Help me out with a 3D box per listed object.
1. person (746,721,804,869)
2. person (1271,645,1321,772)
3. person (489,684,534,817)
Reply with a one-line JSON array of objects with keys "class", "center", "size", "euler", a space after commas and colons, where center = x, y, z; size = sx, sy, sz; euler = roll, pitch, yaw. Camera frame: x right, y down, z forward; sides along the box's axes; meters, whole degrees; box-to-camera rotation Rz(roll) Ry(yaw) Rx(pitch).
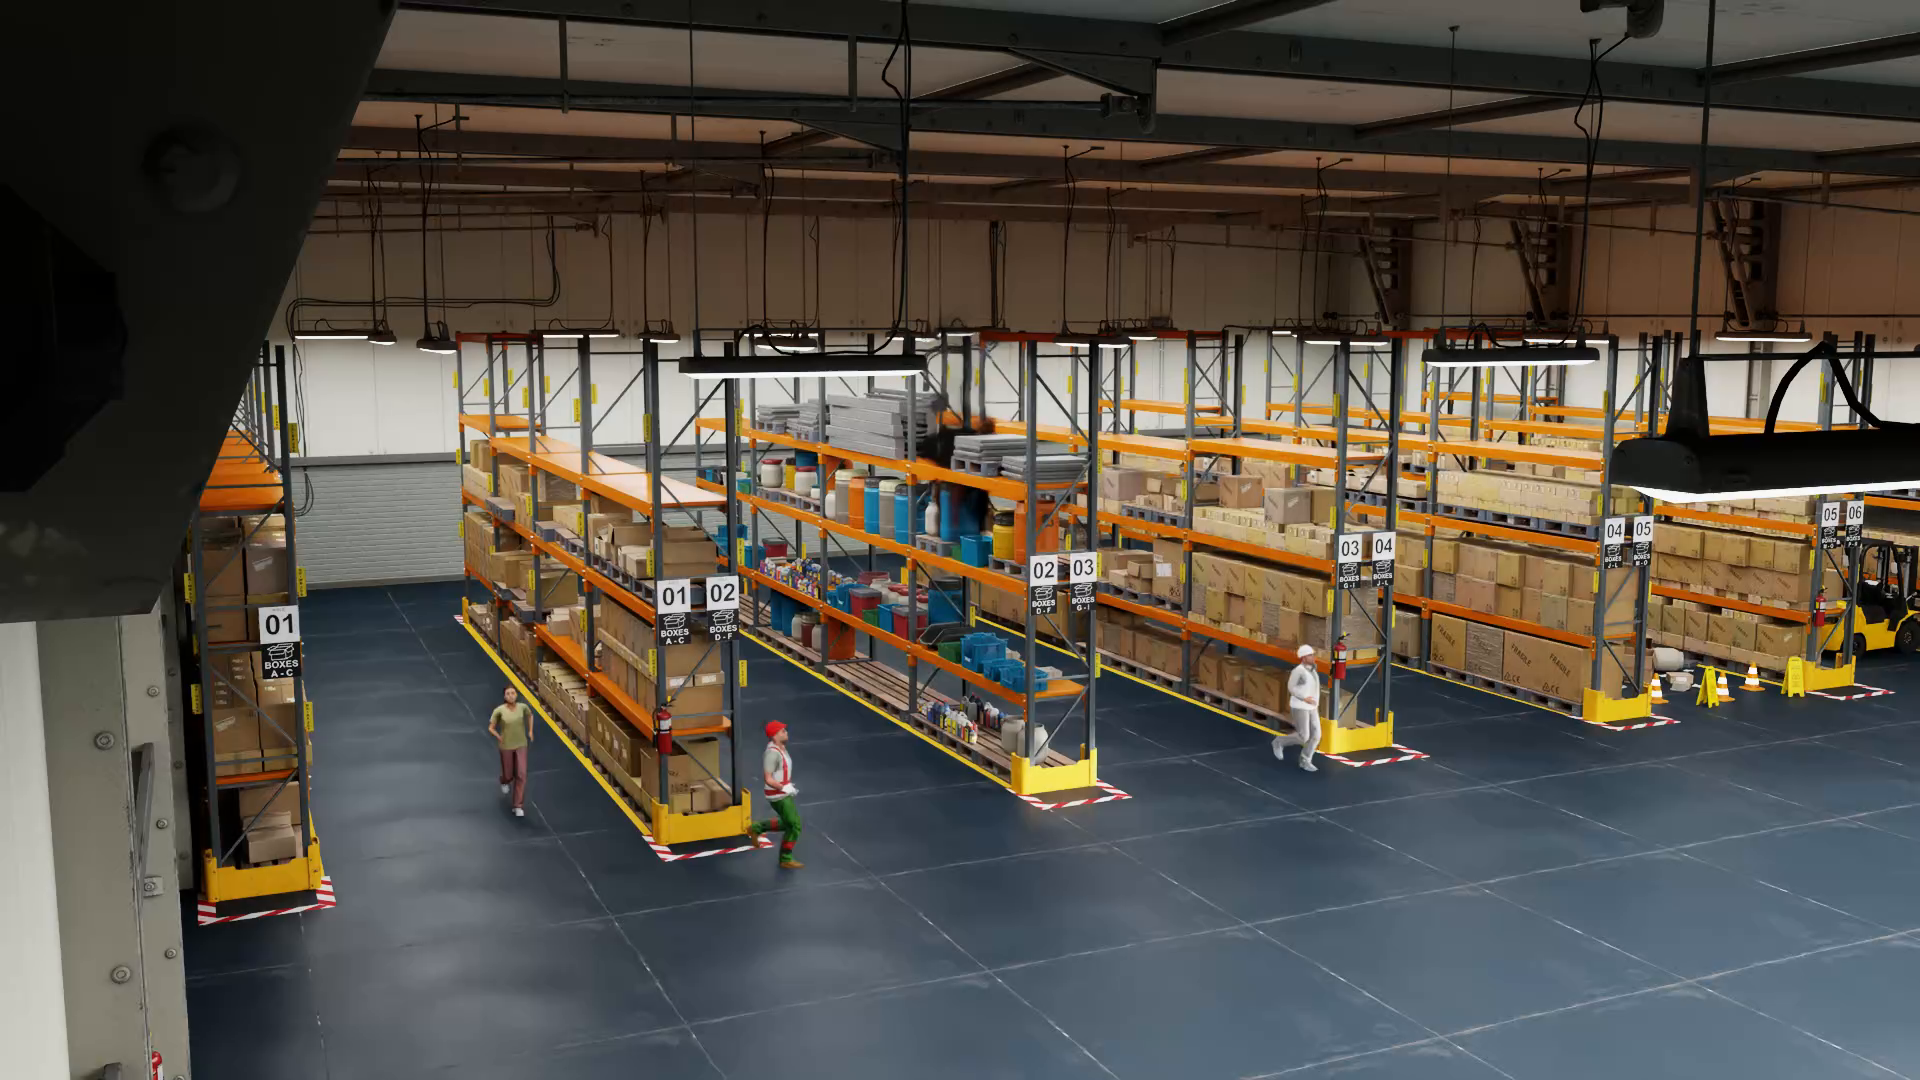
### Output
[{"class": "person", "center": [-2.137, 2.921, 19.074], "size": [0.664, 1.737, 0.688], "euler": [0, 8, -3]}, {"class": "person", "center": [4.792, 2.339, 23.405], "size": [0.705, 1.751, 0.682], "euler": [6, 10, 40]}, {"class": "person", "center": [-5.732, 2.663, 21.355], "size": [0.593, 1.633, 0.875], "euler": [-4, 8, -25]}]
